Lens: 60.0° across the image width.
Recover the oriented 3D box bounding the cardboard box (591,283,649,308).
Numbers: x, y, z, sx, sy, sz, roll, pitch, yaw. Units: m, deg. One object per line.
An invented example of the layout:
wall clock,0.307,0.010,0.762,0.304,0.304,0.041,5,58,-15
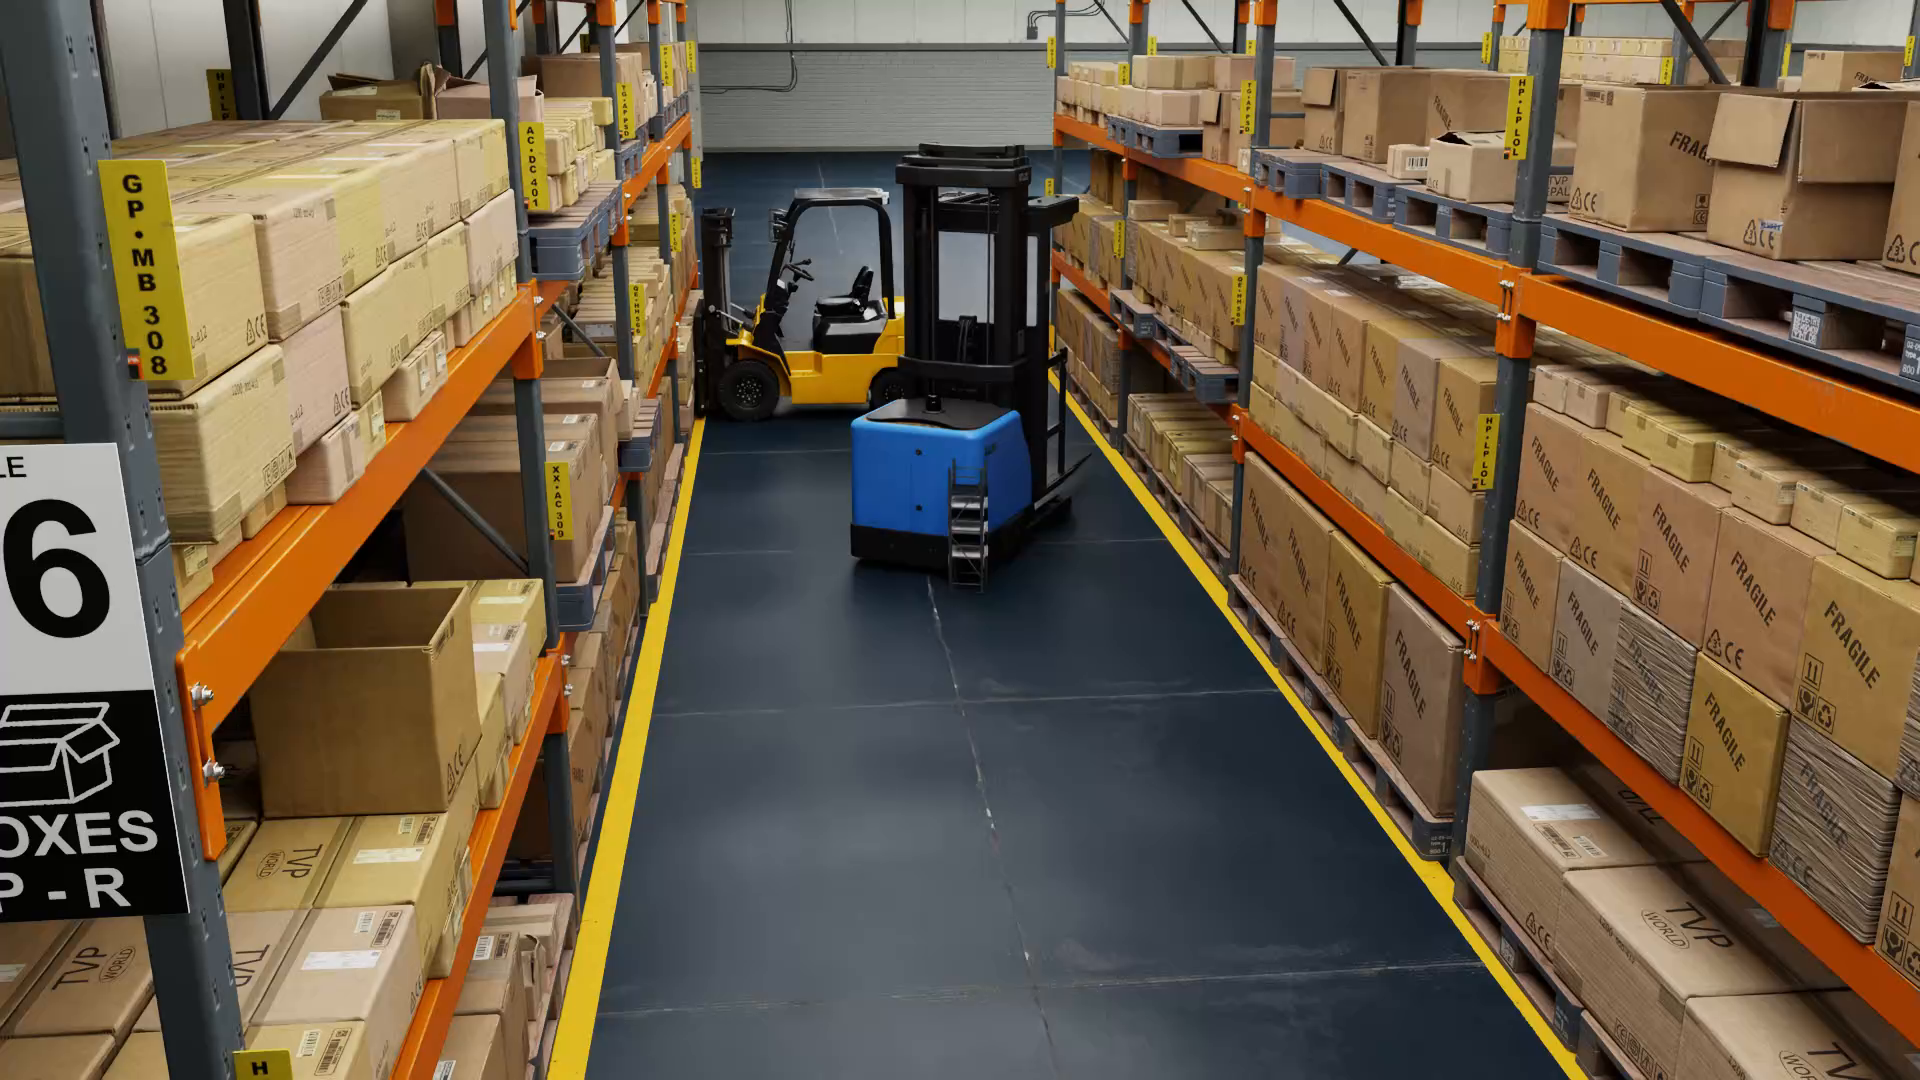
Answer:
cardboard box,-2.459,-1.762,12.032,0.380,0.149,0.250,-1,17,-4

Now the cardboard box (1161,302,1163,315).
cardboard box,1.822,-1.860,13.313,0.380,0.149,0.250,-2,18,-5

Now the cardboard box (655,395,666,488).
cardboard box,-2.851,-0.789,13.446,0.875,0.625,0.625,-2,18,-6

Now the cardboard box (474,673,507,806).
cardboard box,-1.763,0.647,5.363,0.500,0.250,0.500,-2,18,-6

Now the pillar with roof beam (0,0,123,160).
pillar with roof beam,1.295,-2.485,5.568,9.100,9.000,0.400,-2,18,-6

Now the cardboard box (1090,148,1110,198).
cardboard box,1.806,-3.976,18.000,0.700,0.500,0.500,-2,18,-7

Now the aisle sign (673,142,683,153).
aisle sign,-3.115,-4.569,17.882,0.394,0.787,0.004,-2,18,-6

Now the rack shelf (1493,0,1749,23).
rack shelf,6.656,-5.370,16.627,1.077,0.370,4.000,-2,18,-6

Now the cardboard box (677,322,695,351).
cardboard box,-2.831,-1.928,16.031,0.500,0.250,0.500,-1,17,-4

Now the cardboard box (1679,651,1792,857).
cardboard box,2.708,0.673,5.359,0.500,0.500,0.500,-1,17,-4

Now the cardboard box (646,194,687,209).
cardboard box,-2.955,-3.399,16.748,0.380,0.149,0.250,-1,17,-4

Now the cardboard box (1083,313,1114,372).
cardboard box,1.513,-1.980,16.615,0.500,0.500,0.500,-1,17,-3

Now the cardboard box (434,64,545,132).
cardboard box,-1.847,-1.724,6.517,0.396,0.266,0.258,-2,18,-6

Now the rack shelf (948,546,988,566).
rack shelf,0.058,0.104,11.537,0.258,0.077,0.200,3,21,8

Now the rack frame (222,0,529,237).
rack frame,-2.163,-2.587,5.894,1.000,3.000,0.127,-2,18,-6

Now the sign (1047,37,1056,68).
sign,0.997,-5.286,18.039,0.100,0.325,0.005,-2,18,-6

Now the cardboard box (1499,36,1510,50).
cardboard box,6.167,-5.468,18.299,0.380,0.149,0.250,-2,17,-5

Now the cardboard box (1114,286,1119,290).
cardboard box,1.612,-2.229,15.189,0.380,0.149,0.250,-2,18,-6

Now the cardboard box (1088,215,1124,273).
cardboard box,1.538,-2.885,16.194,0.500,0.500,0.500,-1,17,-4

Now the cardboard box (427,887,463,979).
cardboard box,-1.595,1.095,4.601,0.380,0.149,0.250,-2,18,-7

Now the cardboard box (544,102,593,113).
cardboard box,-2.246,-2.356,9.253,0.380,0.149,0.250,-2,18,-7

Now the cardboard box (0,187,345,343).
cardboard box,-1.580,-0.565,3.381,0.500,0.250,0.500,-2,18,-6

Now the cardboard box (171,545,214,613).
cardboard box,-1.552,0.054,2.910,0.380,0.149,0.250,-1,17,-4

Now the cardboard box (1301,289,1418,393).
cardboard box,2.268,-1.139,9.461,0.500,0.500,0.500,-1,17,-4

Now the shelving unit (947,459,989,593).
shelving unit,0.056,-0.096,11.463,0.258,0.900,0.210,3,21,8

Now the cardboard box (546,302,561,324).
cardboard box,-2.914,-1.518,11.254,0.380,0.149,0.250,-2,18,-6

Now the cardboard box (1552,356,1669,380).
cardboard box,3.015,-0.544,7.566,0.500,0.500,0.500,-2,17,-5

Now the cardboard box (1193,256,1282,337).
cardboard box,1.974,-1.741,11.852,0.500,0.500,0.500,-2,18,-7

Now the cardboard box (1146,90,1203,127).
cardboard box,1.738,-3.336,12.836,0.500,0.250,0.500,-2,18,-6

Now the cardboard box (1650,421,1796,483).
cardboard box,2.622,-0.305,5.721,0.380,0.149,0.250,-2,18,-7

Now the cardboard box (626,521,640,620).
cardboard box,-2.318,0.195,10.520,0.500,0.500,0.500,-1,17,-4

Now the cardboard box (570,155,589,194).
cardboard box,-1.855,-1.614,7.354,0.380,0.149,0.250,-2,17,-5

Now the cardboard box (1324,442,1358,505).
cardboard box,2.335,-0.390,9.162,0.500,0.250,0.500,-2,18,-6

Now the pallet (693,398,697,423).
pallet,-3.157,-1.380,16.721,1.003,0.211,1.213,-2,18,-6

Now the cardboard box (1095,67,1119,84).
cardboard box,1.498,-4.427,15.849,0.380,0.149,0.250,-2,17,-5

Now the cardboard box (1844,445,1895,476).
cardboard box,3.191,-0.249,5.542,0.380,0.149,0.250,-2,18,-7

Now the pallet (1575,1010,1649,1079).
pallet,2.904,2.045,5.812,1.003,0.211,1.213,-2,18,-6

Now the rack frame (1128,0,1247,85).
rack frame,1.949,-5.125,13.978,1.000,3.000,0.127,-2,18,-6

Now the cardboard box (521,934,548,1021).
cardboard box,-1.776,1.643,6.301,0.396,0.266,0.258,-1,17,-4

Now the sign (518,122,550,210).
sign,-1.624,-1.422,6.326,0.100,0.325,0.005,-2,18,-6

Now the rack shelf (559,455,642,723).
rack shelf,-2.369,0.023,8.798,1.077,0.370,4.000,-2,18,-6

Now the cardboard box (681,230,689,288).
cardboard box,-2.928,-2.752,16.269,0.500,0.500,0.500,-2,18,-5

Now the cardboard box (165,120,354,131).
cardboard box,-2.395,-1.309,5.749,0.500,0.250,0.500,-2,18,-6

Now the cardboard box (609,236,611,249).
cardboard box,-3.356,-2.706,15.038,0.380,0.149,0.250,-1,17,-4

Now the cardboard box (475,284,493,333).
cardboard box,-1.791,-0.785,5.580,0.380,0.149,0.250,-1,17,-4

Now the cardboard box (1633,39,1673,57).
cardboard box,6.481,-4.560,15.406,0.380,0.149,0.250,-2,18,-6

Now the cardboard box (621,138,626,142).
cardboard box,-2.309,-2.598,10.457,0.380,0.166,0.250,-2,18,-6

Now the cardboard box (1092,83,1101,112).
cardboard box,1.544,-4.190,15.762,0.500,0.250,0.500,-2,18,-7

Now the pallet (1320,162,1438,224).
pallet,2.599,-1.889,8.993,1.003,0.211,1.213,-1,17,-3

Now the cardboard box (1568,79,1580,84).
cardboard box,6.348,-4.558,16.732,0.380,0.149,0.250,-2,18,-6

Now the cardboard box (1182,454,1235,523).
cardboard box,2.229,-0.406,12.648,0.950,0.372,0.625,-2,18,-7

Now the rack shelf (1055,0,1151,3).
rack shelf,1.743,-5.376,15.984,1.077,0.370,4.000,-2,18,-6

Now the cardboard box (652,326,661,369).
cardboard box,-2.537,-1.443,12.514,0.500,0.250,0.500,-1,17,-4

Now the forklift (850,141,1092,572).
forklift,0.244,-1.571,12.789,1.130,2.935,3.031,7,19,22

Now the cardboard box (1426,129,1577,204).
cardboard box,2.474,-1.724,7.601,0.500,0.311,0.500,-2,18,-6
